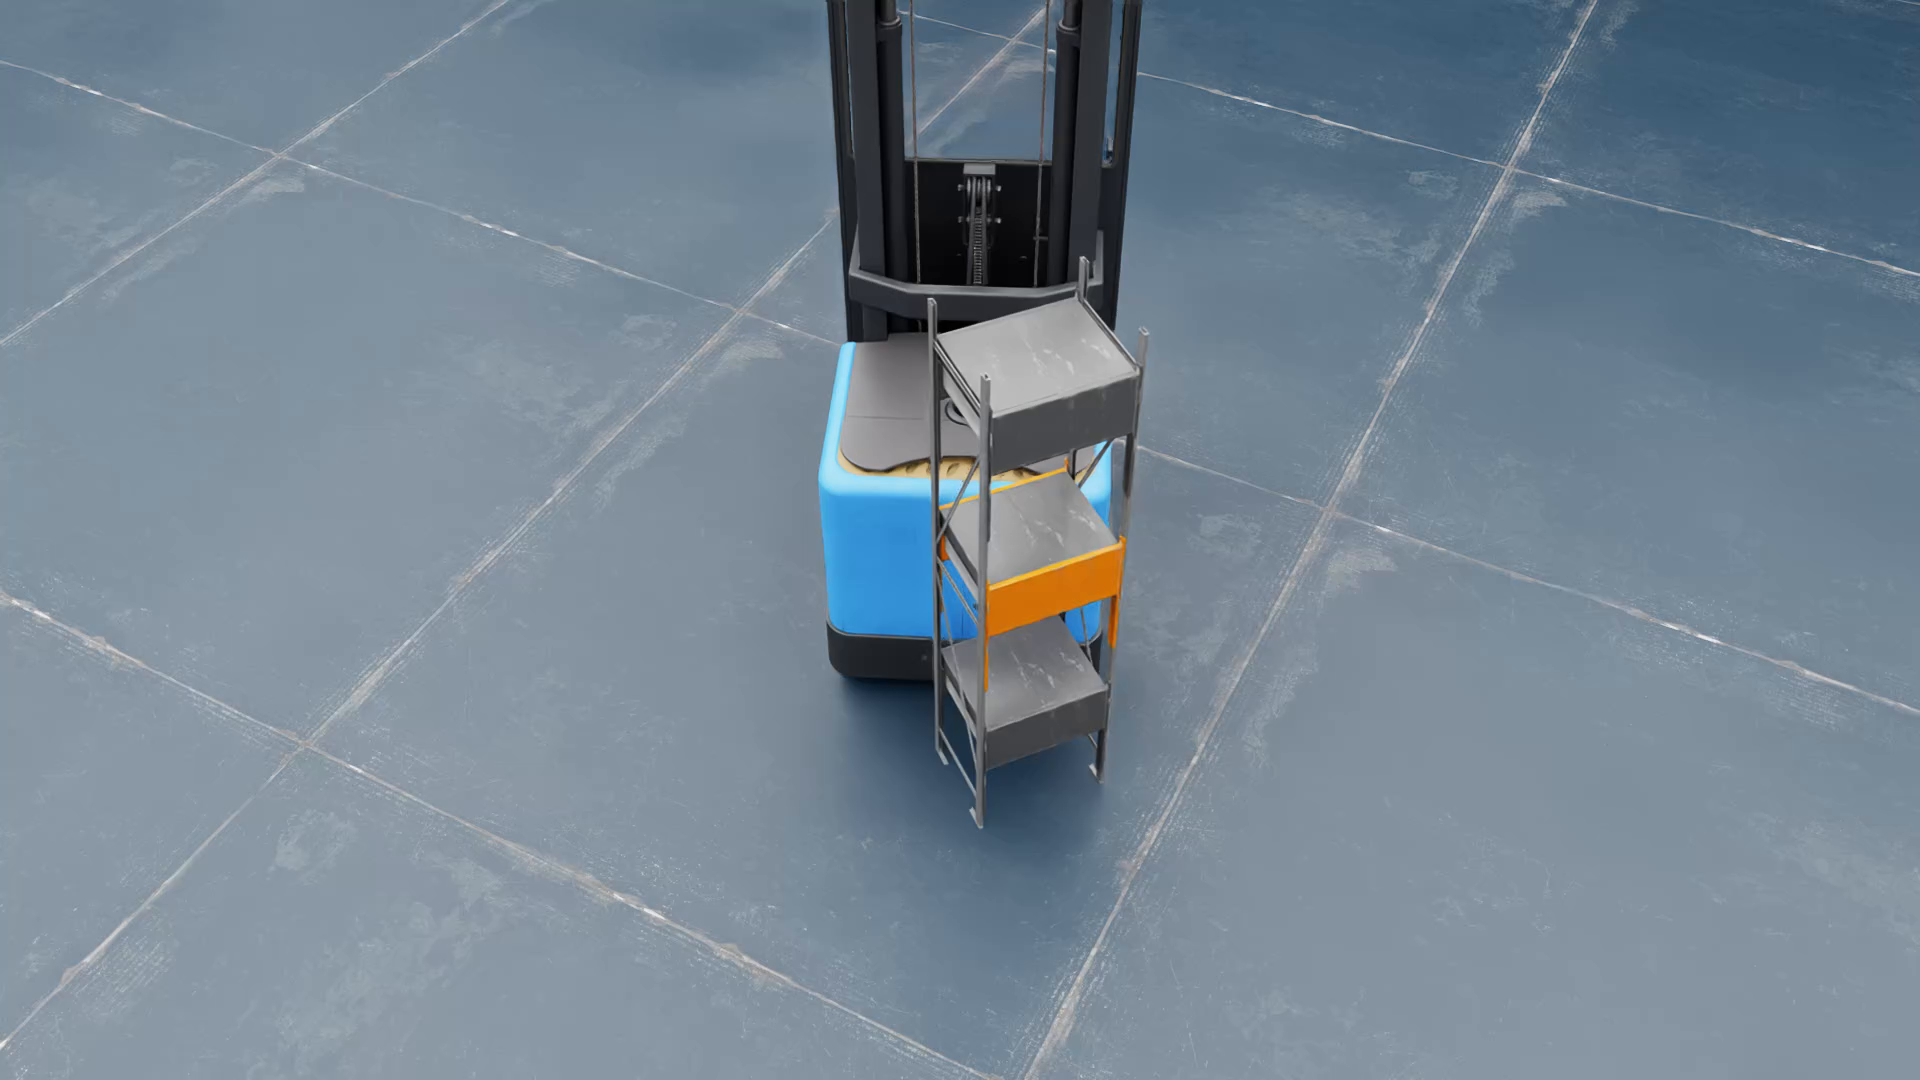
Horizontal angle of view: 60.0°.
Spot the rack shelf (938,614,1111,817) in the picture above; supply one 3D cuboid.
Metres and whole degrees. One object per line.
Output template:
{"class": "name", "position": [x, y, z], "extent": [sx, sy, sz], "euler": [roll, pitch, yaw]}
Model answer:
{"class": "rack shelf", "position": [0.218, 0.606, 5.958], "extent": [0.480, 0.518, 0.431], "euler": [-18, 48, -17]}

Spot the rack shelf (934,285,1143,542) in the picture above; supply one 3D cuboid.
{"class": "rack shelf", "position": [0.218, -0.378, 4.963], "extent": [0.480, 0.518, 0.431], "euler": [-18, 48, -17]}

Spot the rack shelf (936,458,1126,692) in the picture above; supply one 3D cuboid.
{"class": "rack shelf", "position": [0.218, 0.114, 5.460], "extent": [0.480, 0.518, 0.431], "euler": [-18, 48, -17]}

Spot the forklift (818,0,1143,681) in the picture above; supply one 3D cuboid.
{"class": "forklift", "position": [0.099, -1.509, 6.461], "extent": [1.130, 2.935, 3.031], "euler": [2, 45, 2]}

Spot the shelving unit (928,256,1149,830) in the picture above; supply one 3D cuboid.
{"class": "shelving unit", "position": [0.218, 0.104, 5.451], "extent": [0.503, 2.100, 0.431], "euler": [-18, 48, -17]}

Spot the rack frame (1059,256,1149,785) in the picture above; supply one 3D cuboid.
{"class": "rack frame", "position": [0.441, 0.033, 5.521], "extent": [0.015, 2.100, 0.400], "euler": [-18, 48, -17]}

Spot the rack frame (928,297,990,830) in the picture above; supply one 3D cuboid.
{"class": "rack frame", "position": [-0.005, 0.175, 5.381], "extent": [0.015, 2.100, 0.400], "euler": [-18, 48, -17]}
